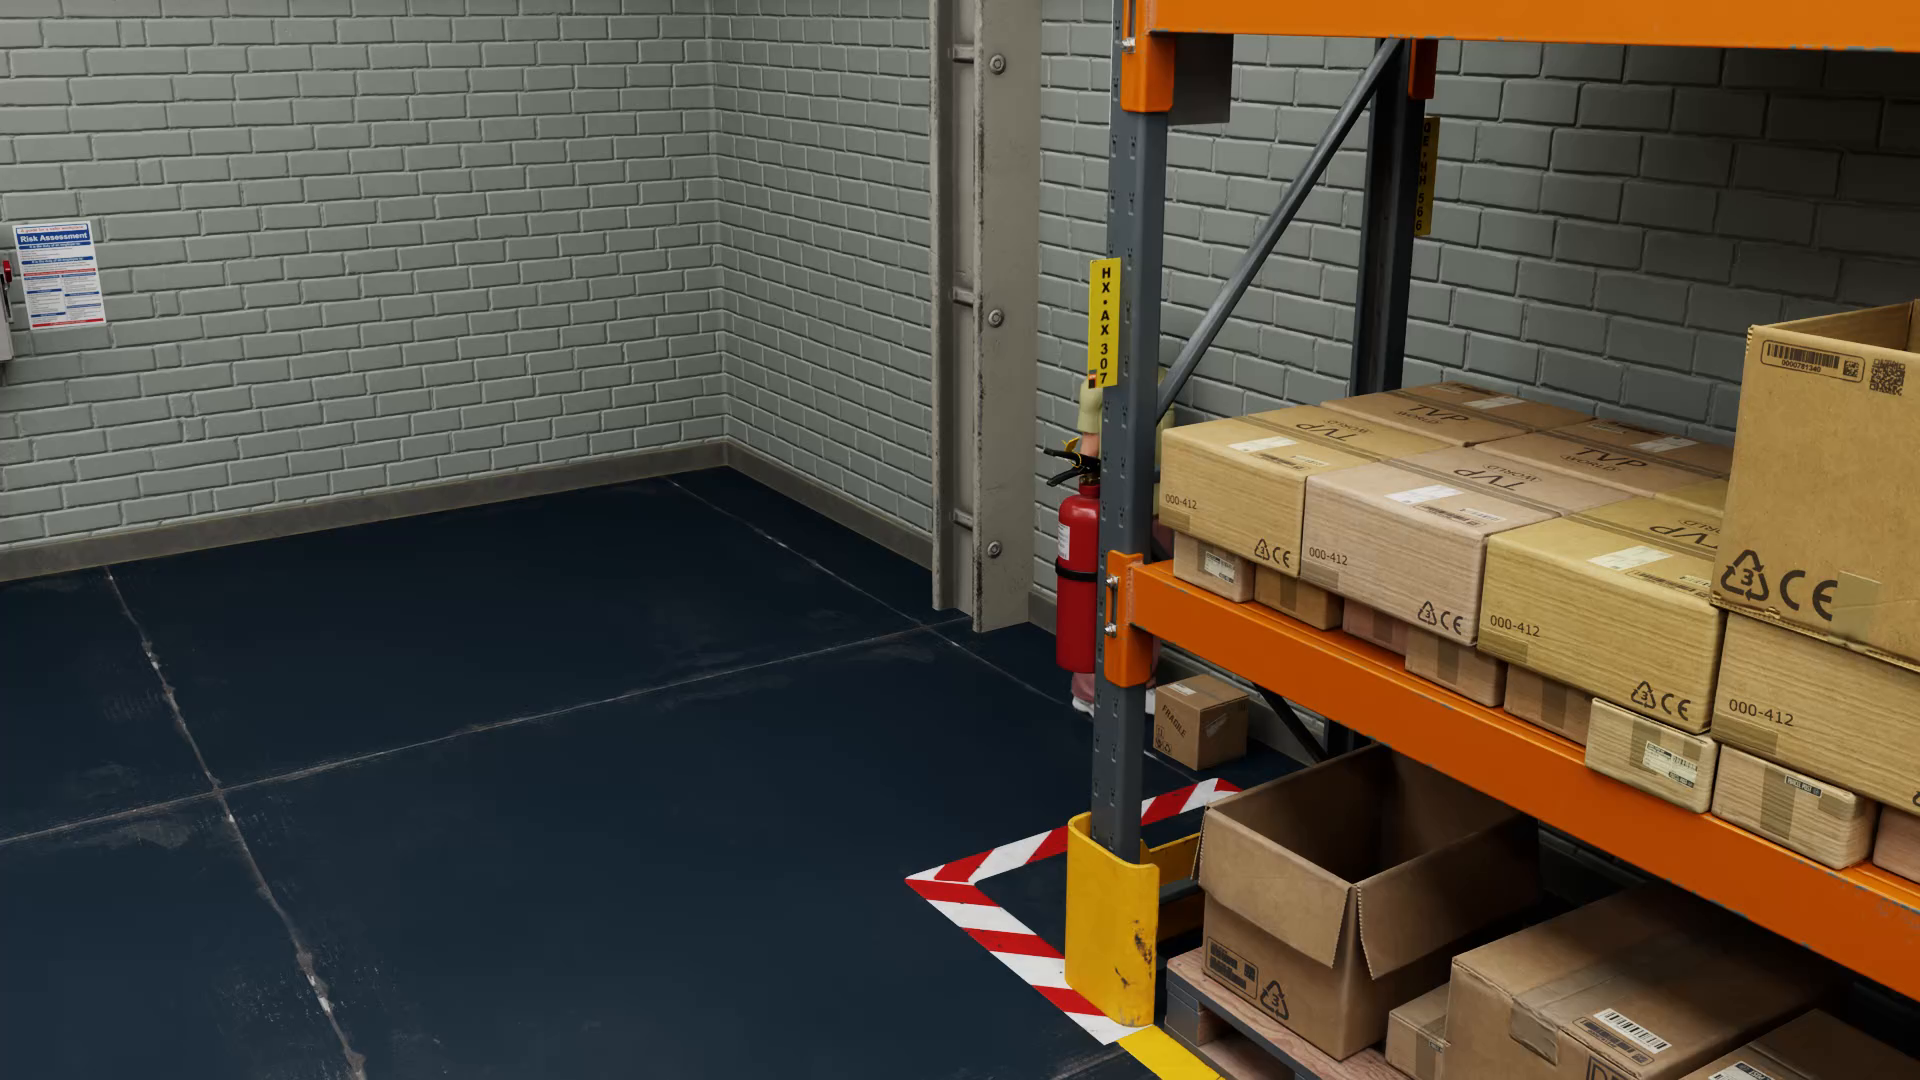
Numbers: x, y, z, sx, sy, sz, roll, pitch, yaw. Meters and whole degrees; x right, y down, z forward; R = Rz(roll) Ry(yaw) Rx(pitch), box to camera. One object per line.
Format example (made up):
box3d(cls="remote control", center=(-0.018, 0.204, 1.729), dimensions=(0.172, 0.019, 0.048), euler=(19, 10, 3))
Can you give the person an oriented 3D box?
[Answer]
box3d(cls="person", center=(0.653, -0.118, 6.432), dimensions=(0.440, 1.669, 0.358), euler=(-11, 21, -30))
